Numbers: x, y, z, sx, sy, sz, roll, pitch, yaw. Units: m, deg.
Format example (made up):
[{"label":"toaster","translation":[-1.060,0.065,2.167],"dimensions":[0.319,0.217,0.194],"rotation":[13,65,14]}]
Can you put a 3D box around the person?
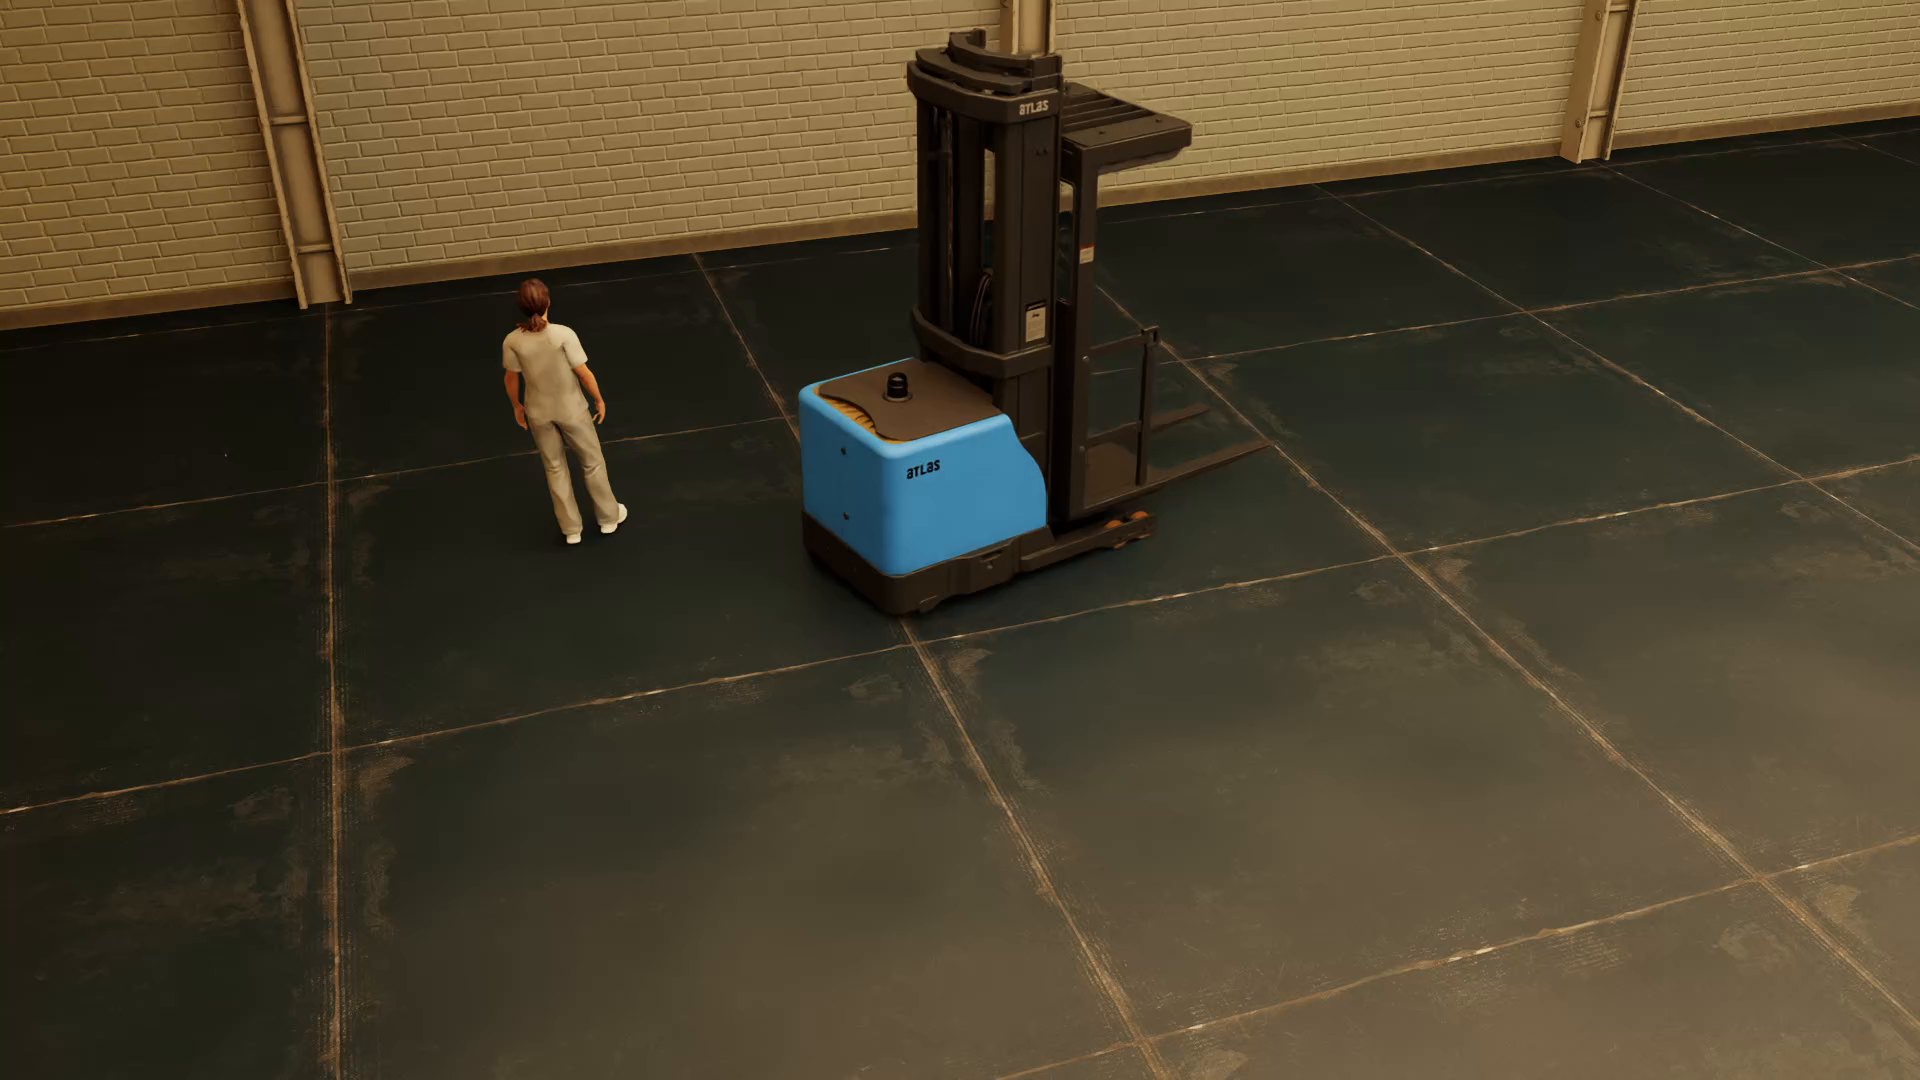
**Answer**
[{"label":"person","translation":[-2.324,-0.772,9.674],"dimensions":[0.544,1.675,0.534],"rotation":[0,30,0]}]

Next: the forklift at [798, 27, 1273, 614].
[{"label":"forklift","translation":[0.578,-1.420,9.556],"dimensions":[3.031,2.935,1.130],"rotation":[-19,35,-29]}]
